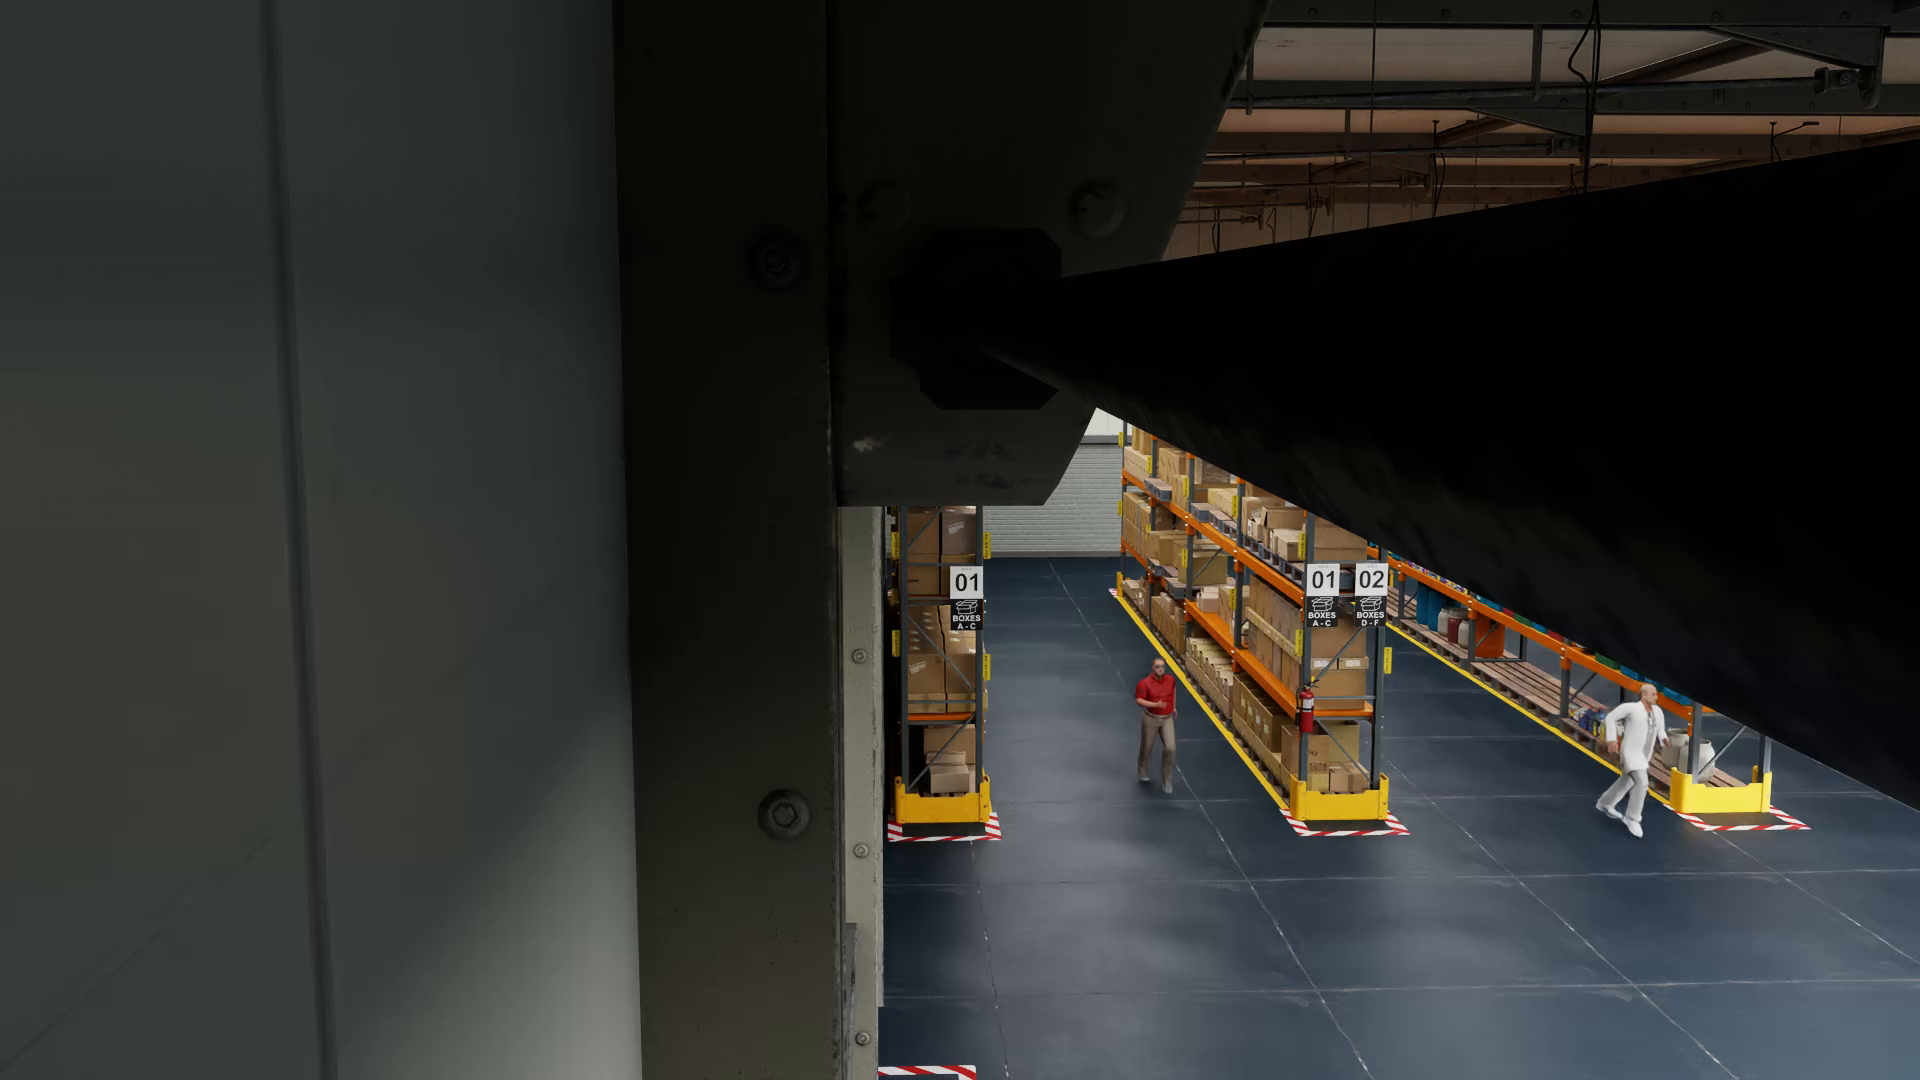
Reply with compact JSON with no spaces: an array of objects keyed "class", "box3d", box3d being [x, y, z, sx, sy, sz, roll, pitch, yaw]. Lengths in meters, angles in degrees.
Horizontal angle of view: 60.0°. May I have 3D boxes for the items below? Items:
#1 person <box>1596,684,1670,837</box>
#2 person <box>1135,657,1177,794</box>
[{"class":"person","box3d":[8.199,2.611,20.226,0.742,1.756,0.916,-4,9,-27]},{"class":"person","box3d":[2.598,2.414,21.853,0.649,1.772,0.842,-2,8,-14]}]
